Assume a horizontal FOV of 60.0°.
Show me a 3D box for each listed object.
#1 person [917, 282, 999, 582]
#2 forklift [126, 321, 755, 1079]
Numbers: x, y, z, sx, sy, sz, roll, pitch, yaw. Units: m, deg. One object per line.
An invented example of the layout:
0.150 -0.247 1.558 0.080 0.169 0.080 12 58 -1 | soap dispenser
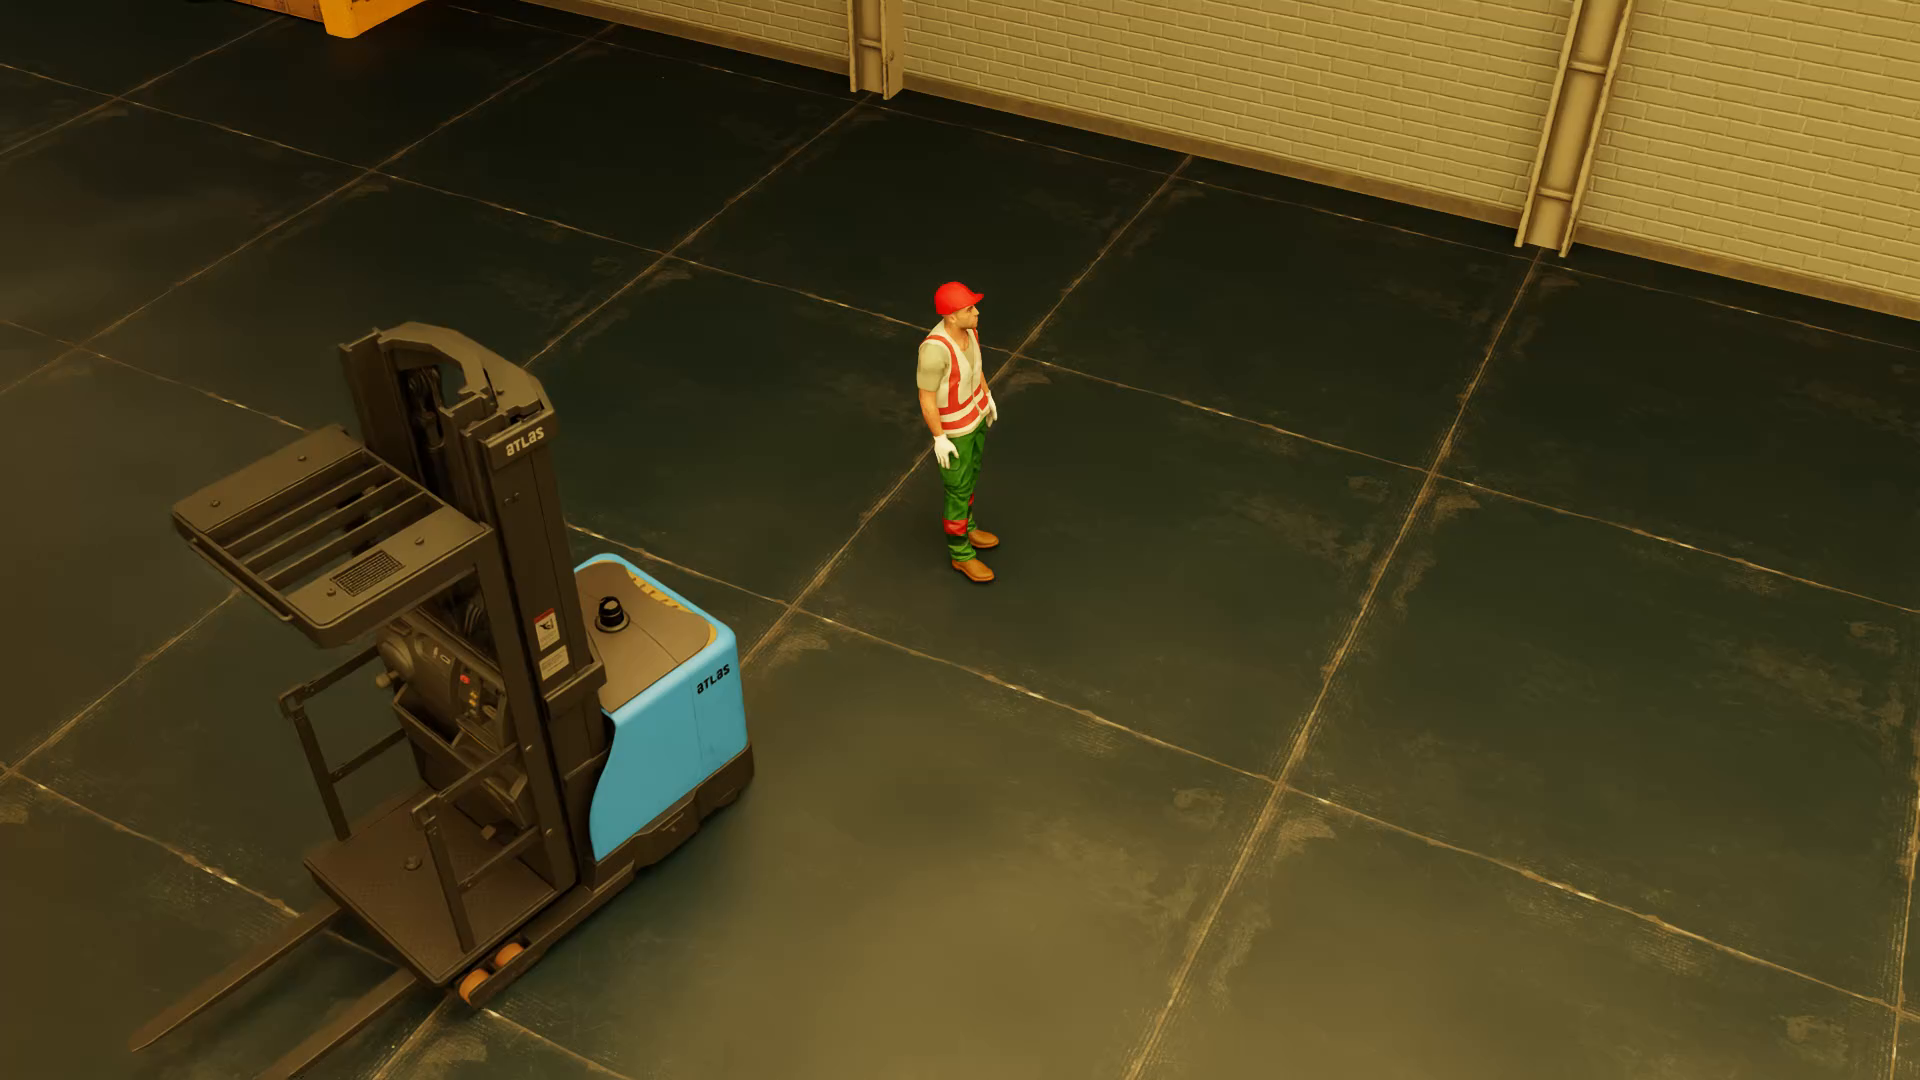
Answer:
0.066 -0.659 9.644 0.562 1.787 0.637 18 43 21 | person
-2.418 0.663 7.199 1.130 2.935 3.031 29 48 30 | forklift
